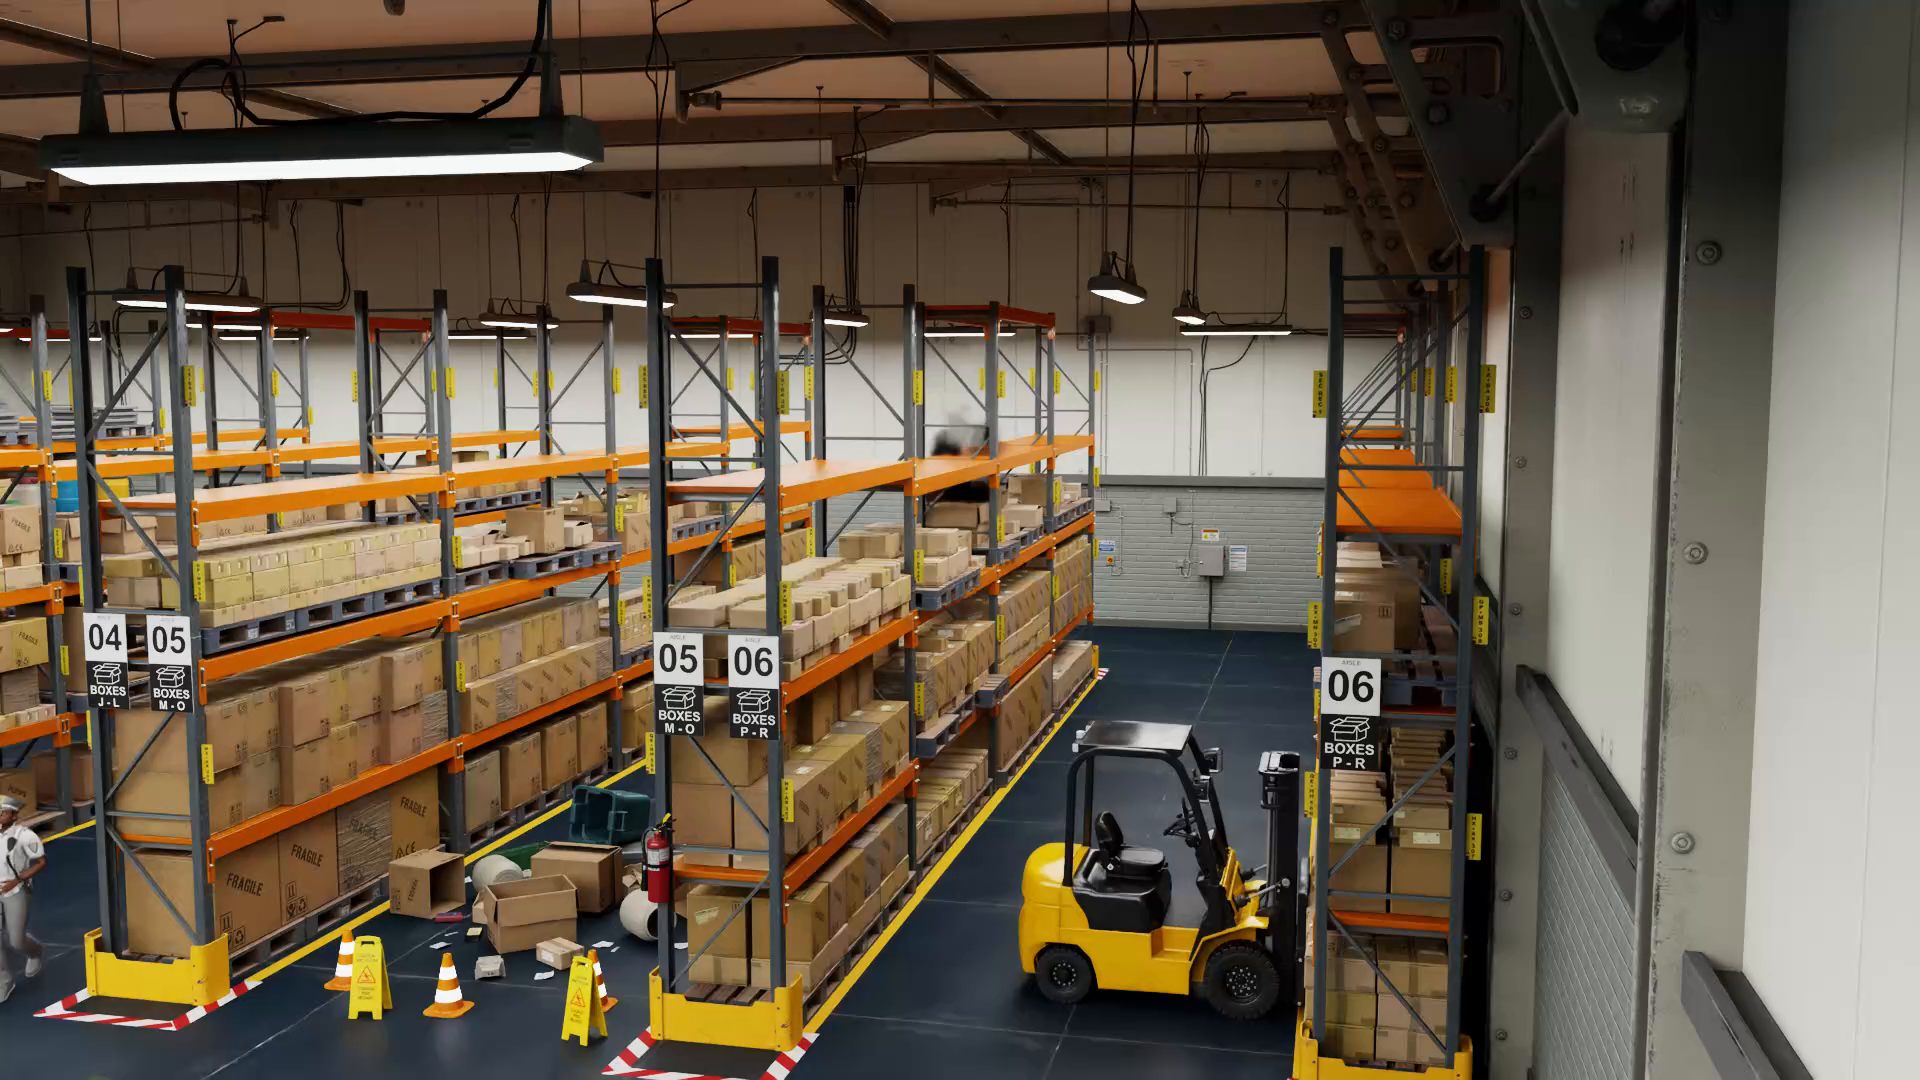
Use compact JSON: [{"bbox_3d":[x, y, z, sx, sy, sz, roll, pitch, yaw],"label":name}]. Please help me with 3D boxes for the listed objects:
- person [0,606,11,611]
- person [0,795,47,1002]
[{"bbox_3d":[-16.410,1.451,28.799,0.581,1.611,0.531,1,6,9],"label":"person"},{"bbox_3d":[-7.932,2.960,13.890,0.595,1.709,0.661,0,6,-3],"label":"person"}]
